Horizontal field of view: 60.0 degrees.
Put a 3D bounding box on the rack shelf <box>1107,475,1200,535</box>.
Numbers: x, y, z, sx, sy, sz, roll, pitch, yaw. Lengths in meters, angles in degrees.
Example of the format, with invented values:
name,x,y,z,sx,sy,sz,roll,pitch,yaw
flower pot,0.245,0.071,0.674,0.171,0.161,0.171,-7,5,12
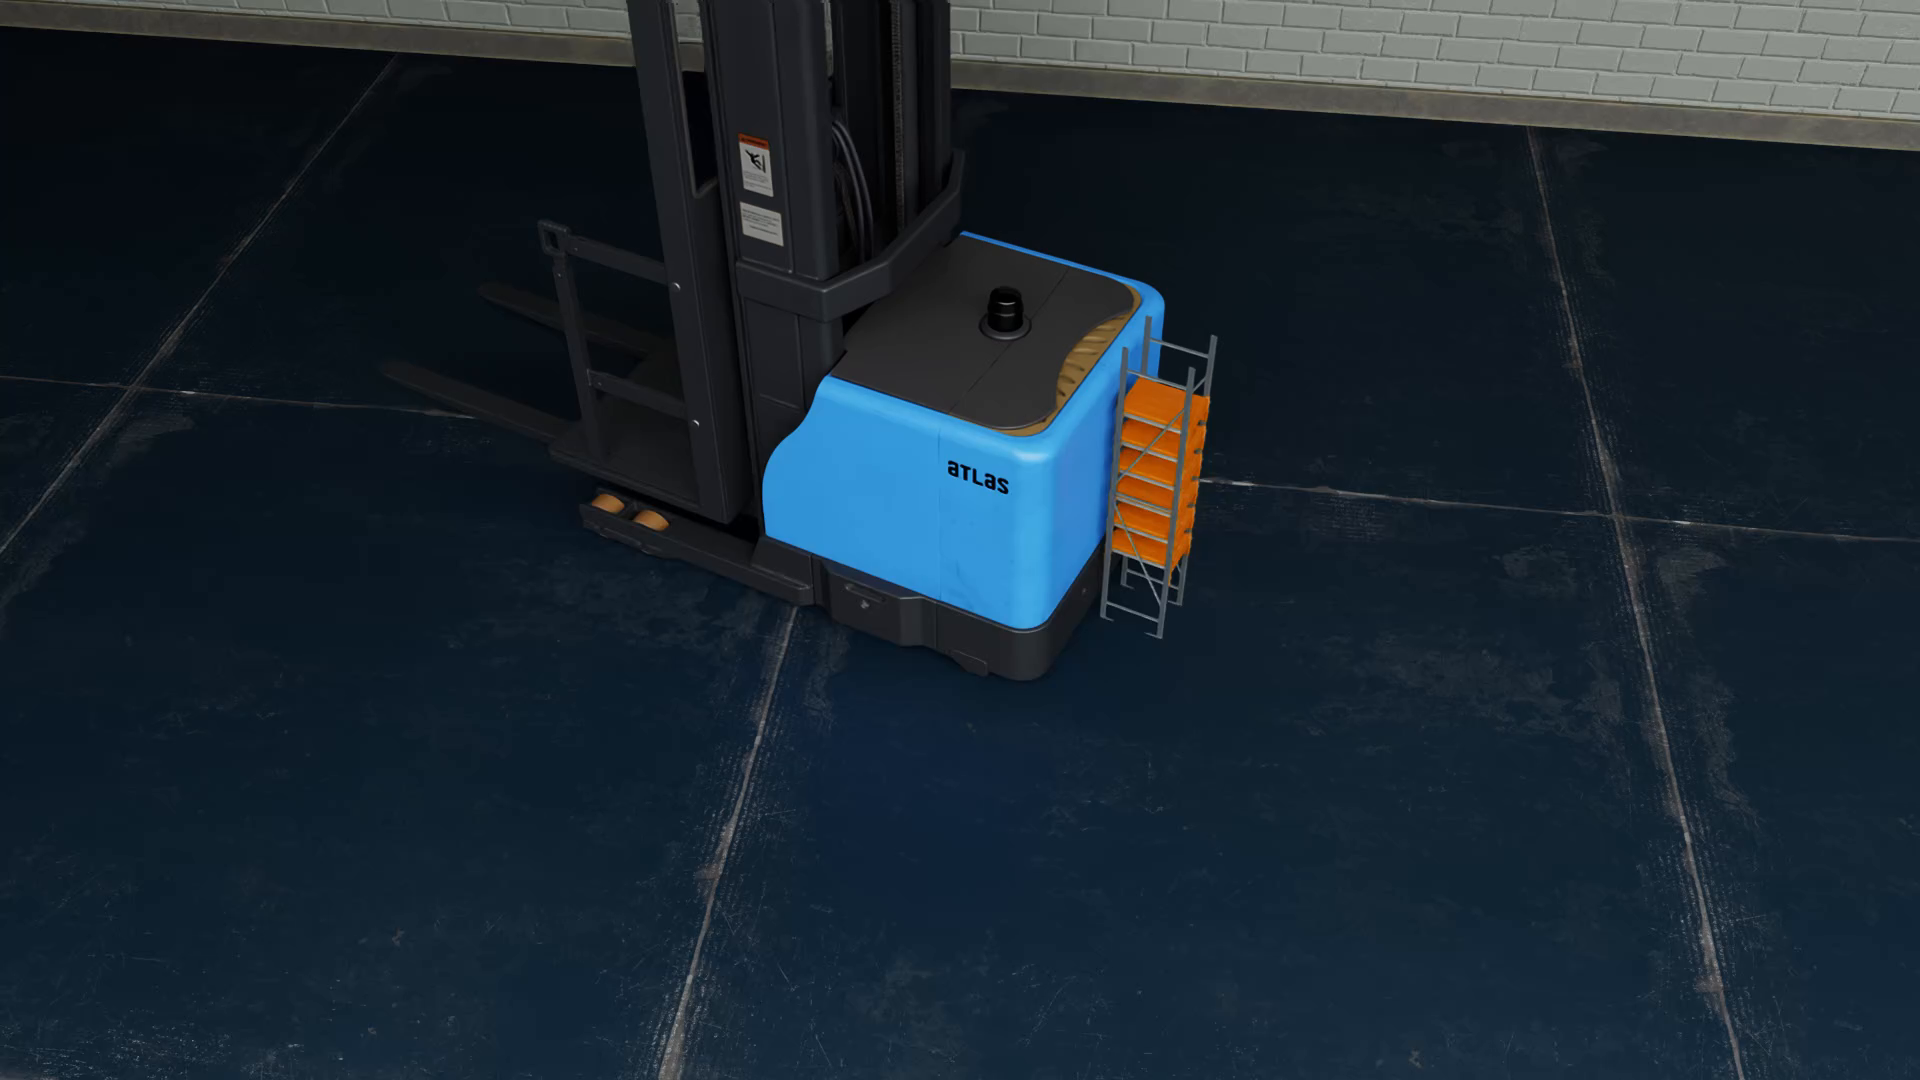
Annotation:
name,x,y,z,sx,sy,sz,roll,pitch,yaw
rack shelf,0.651,-0.147,5.597,0.258,0.103,0.180,20,47,20

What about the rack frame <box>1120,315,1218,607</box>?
name,x,y,z,sx,sy,sz,roll,pitch,yaw
rack frame,0.694,-0.235,5.625,0.240,1.200,0.006,20,47,20

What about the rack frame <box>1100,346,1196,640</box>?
name,x,y,z,sx,sy,sz,roll,pitch,yaw
rack frame,0.609,-0.123,5.507,0.240,1.200,0.006,20,47,20

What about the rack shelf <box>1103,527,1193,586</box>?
name,x,y,z,sx,sy,sz,roll,pitch,yaw
rack shelf,0.651,0.028,5.762,0.258,0.103,0.180,20,47,20

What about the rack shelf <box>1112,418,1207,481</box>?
name,x,y,z,sx,sy,sz,roll,pitch,yaw
rack shelf,0.651,-0.321,5.431,0.258,0.103,0.180,20,47,20

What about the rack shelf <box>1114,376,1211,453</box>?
name,x,y,z,sx,sy,sz,roll,pitch,yaw
rack shelf,0.651,-0.408,5.349,0.258,0.103,0.180,20,47,20

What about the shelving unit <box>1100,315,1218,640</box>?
name,x,y,z,sx,sy,sz,roll,pitch,yaw
shelving unit,0.651,-0.179,5.566,0.258,1.200,0.189,20,47,20

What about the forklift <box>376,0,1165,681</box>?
name,x,y,z,sx,sy,sz,roll,pitch,yaw
forklift,-0.843,-1.311,5.503,3.031,2.935,1.130,20,47,20

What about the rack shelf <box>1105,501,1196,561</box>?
name,x,y,z,sx,sy,sz,roll,pitch,yaw
rack shelf,0.651,-0.060,5.679,0.258,0.103,0.180,20,47,20

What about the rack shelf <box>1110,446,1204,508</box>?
name,x,y,z,sx,sy,sz,roll,pitch,yaw
rack shelf,0.651,-0.234,5.514,0.258,0.103,0.180,20,47,20
